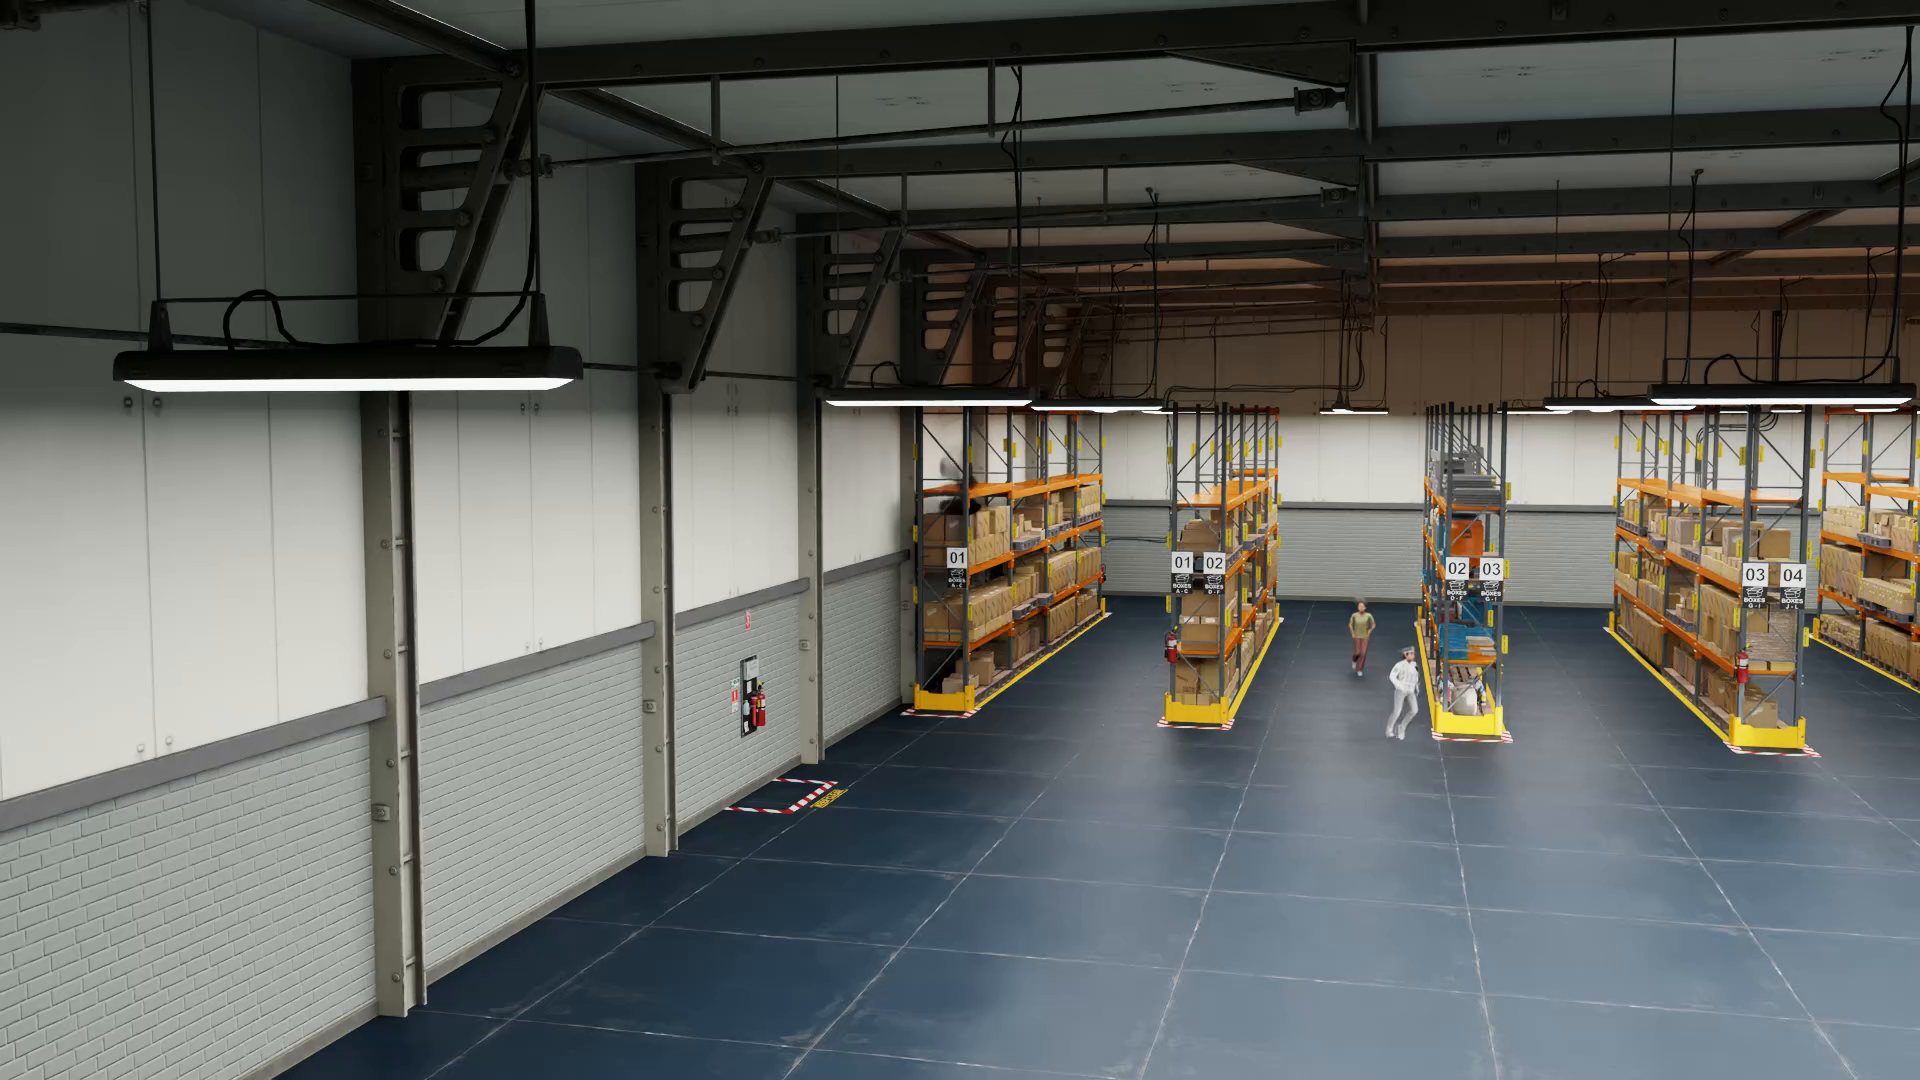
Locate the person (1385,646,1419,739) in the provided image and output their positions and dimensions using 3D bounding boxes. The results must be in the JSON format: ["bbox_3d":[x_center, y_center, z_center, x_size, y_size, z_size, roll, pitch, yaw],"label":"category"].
[{"bbox_3d":[7.960,2.714,29.640,0.678,1.659,0.593,-1,4,-16],"label":"person"}]

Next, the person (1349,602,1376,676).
[{"bbox_3d":[8.950,2.183,37.007,0.574,1.639,0.584,1,4,13],"label":"person"}]
